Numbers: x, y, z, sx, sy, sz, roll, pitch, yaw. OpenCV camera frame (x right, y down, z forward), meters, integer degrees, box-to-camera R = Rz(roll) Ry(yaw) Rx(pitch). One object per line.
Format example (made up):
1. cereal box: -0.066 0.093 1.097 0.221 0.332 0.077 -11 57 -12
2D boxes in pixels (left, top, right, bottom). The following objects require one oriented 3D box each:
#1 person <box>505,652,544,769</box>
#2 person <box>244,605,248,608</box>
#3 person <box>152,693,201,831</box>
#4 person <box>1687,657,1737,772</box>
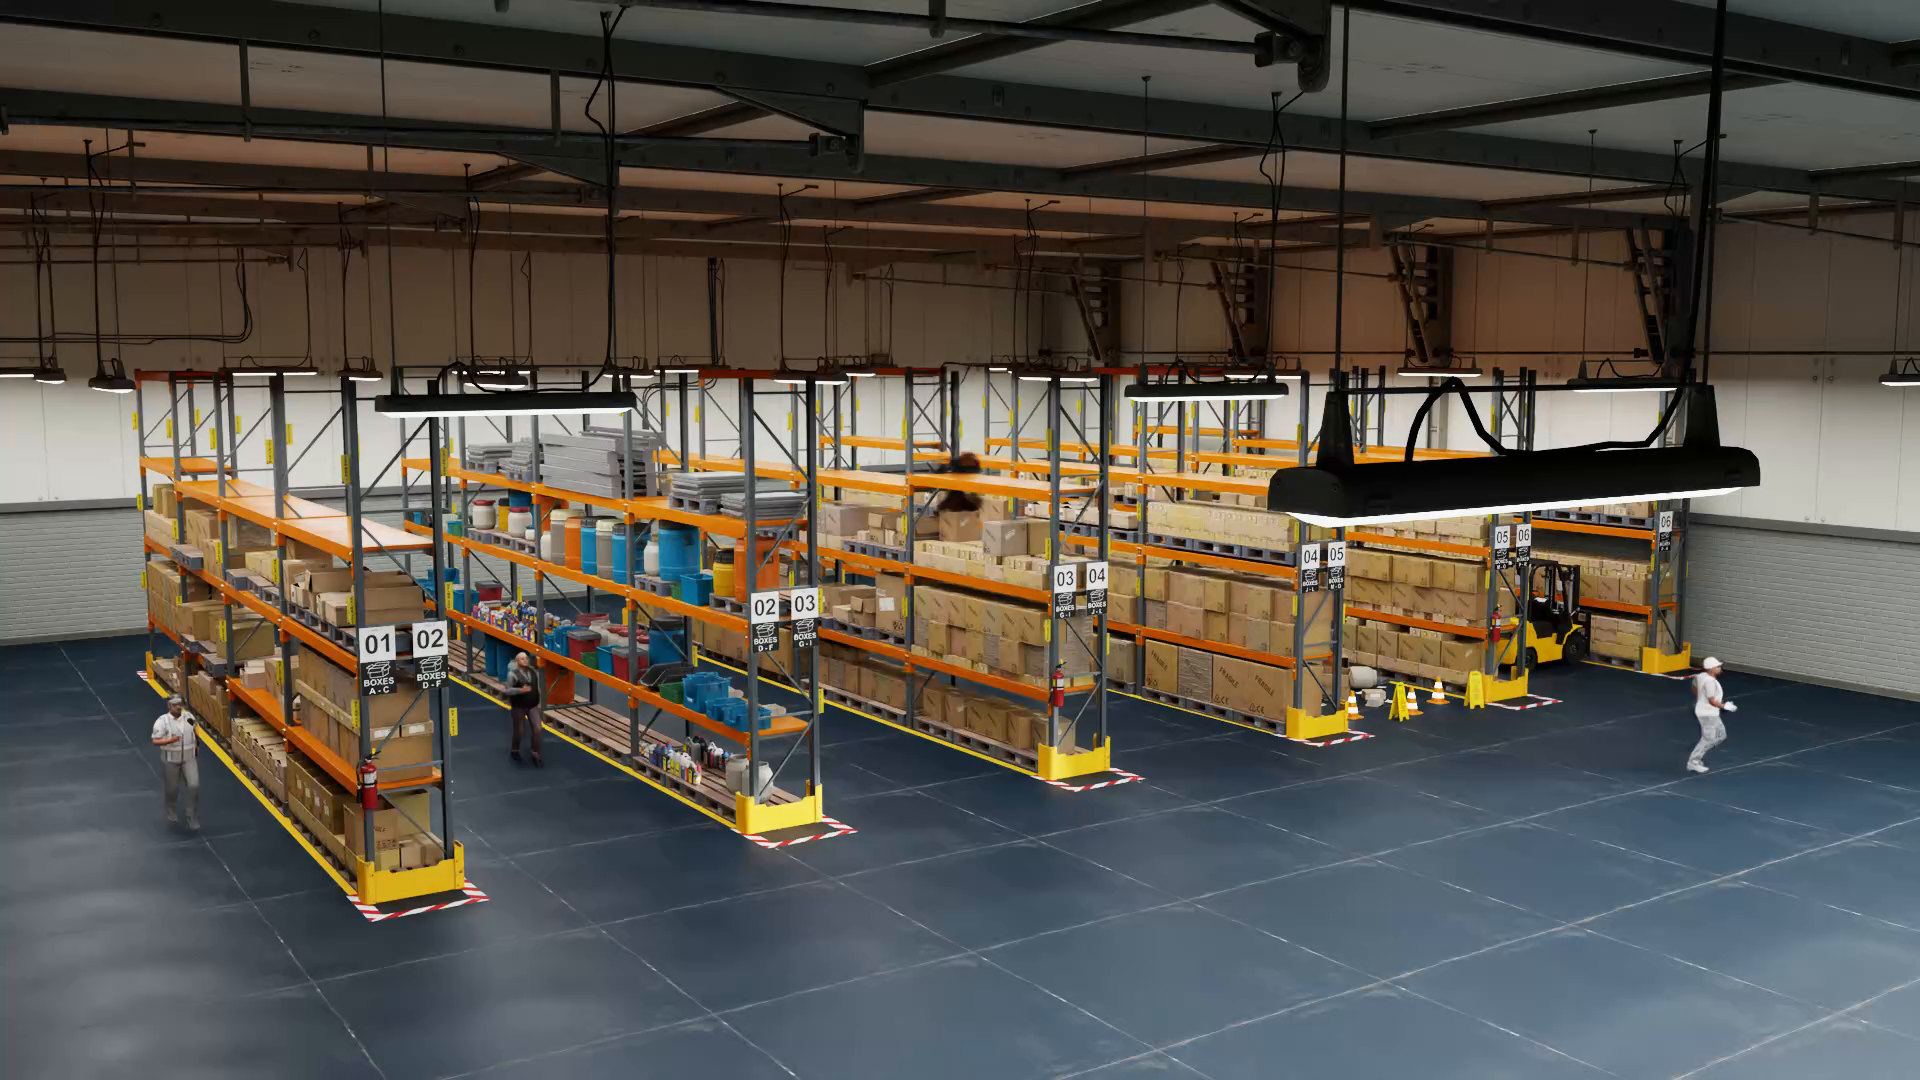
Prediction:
1. person: -6.668 2.597 25.477 0.641 1.770 0.740 -5 8 -39
2. person: -14.491 1.704 33.758 0.905 1.606 0.629 0 6 1
3. person: -10.436 2.945 22.211 0.642 1.840 0.762 -5 8 -40
4. person: 11.332 2.631 25.055 0.638 1.759 0.721 2 7 19
